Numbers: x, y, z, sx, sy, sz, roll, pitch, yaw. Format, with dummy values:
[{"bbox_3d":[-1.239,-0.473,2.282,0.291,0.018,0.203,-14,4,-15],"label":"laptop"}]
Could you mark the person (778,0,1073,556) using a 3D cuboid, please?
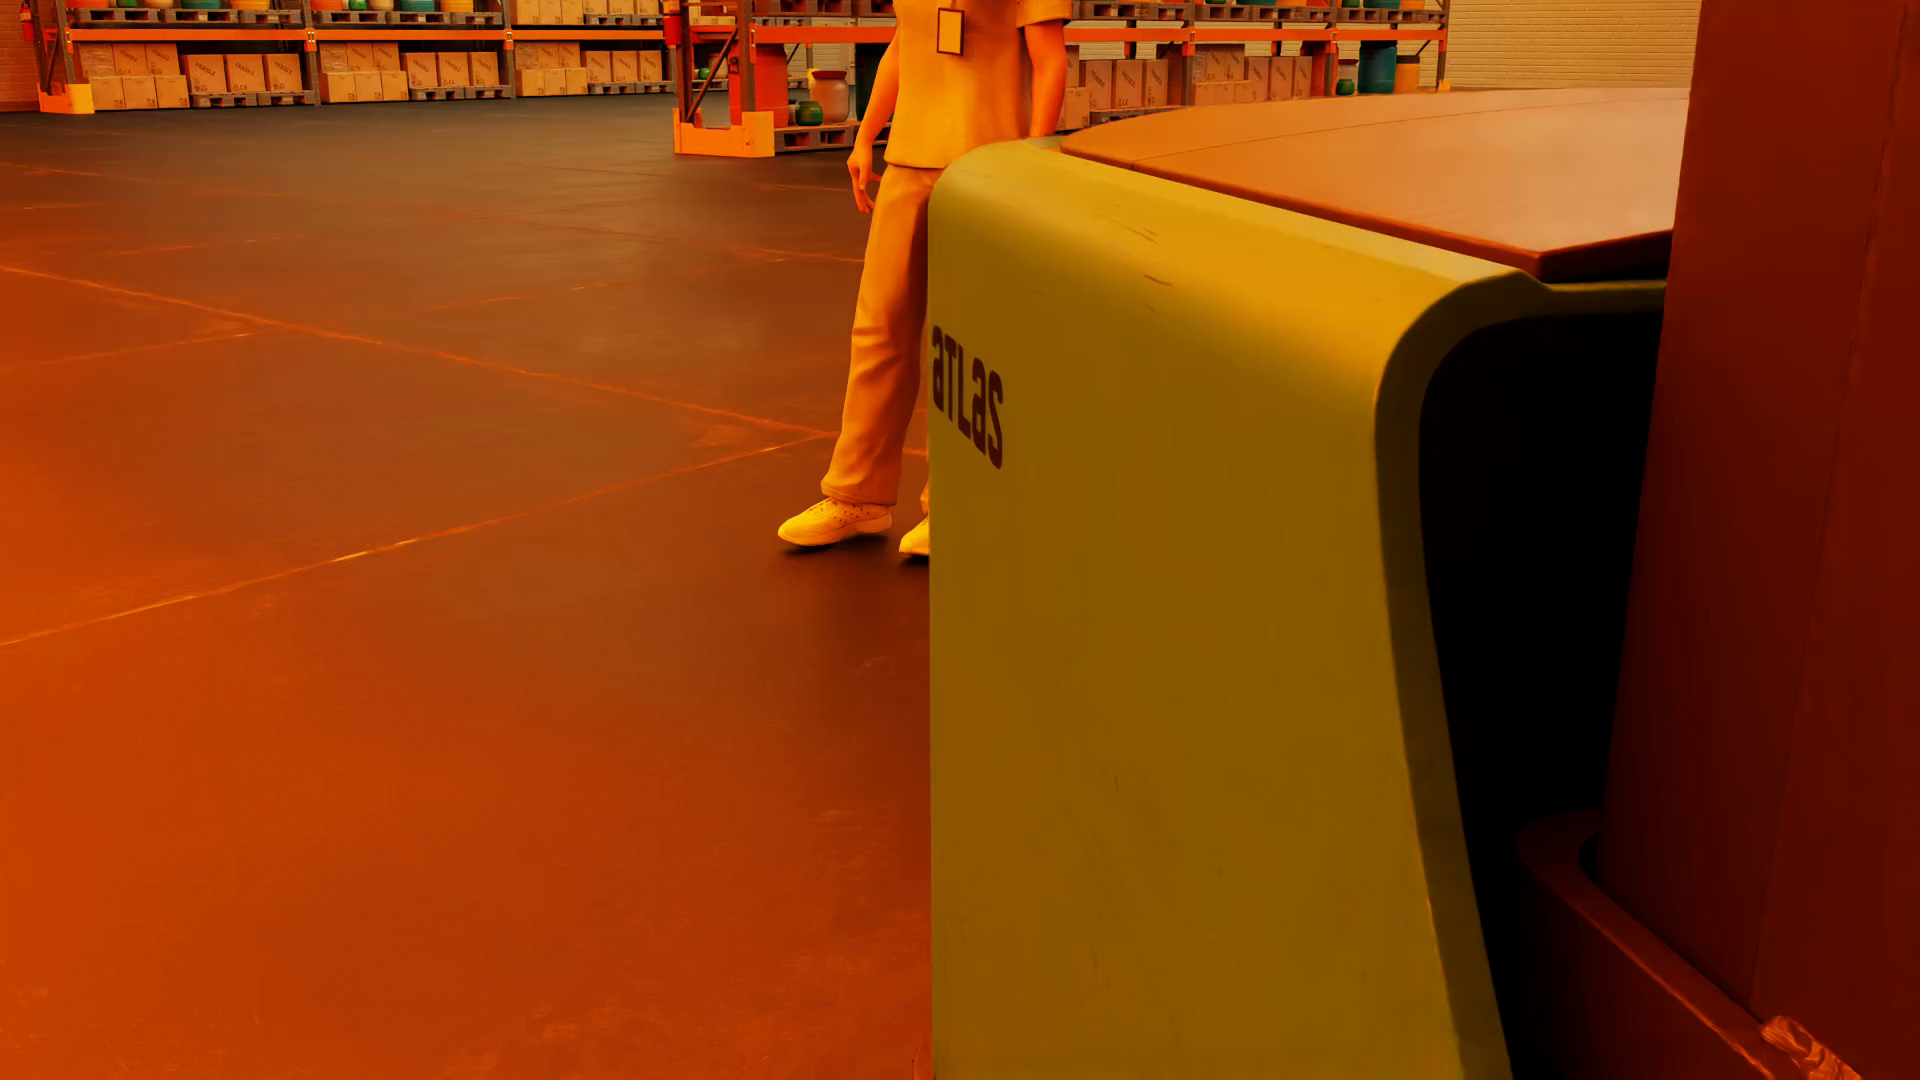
[{"bbox_3d":[-0.057,-0.789,3.652,0.550,1.664,0.549,13,21,37],"label":"person"}]
